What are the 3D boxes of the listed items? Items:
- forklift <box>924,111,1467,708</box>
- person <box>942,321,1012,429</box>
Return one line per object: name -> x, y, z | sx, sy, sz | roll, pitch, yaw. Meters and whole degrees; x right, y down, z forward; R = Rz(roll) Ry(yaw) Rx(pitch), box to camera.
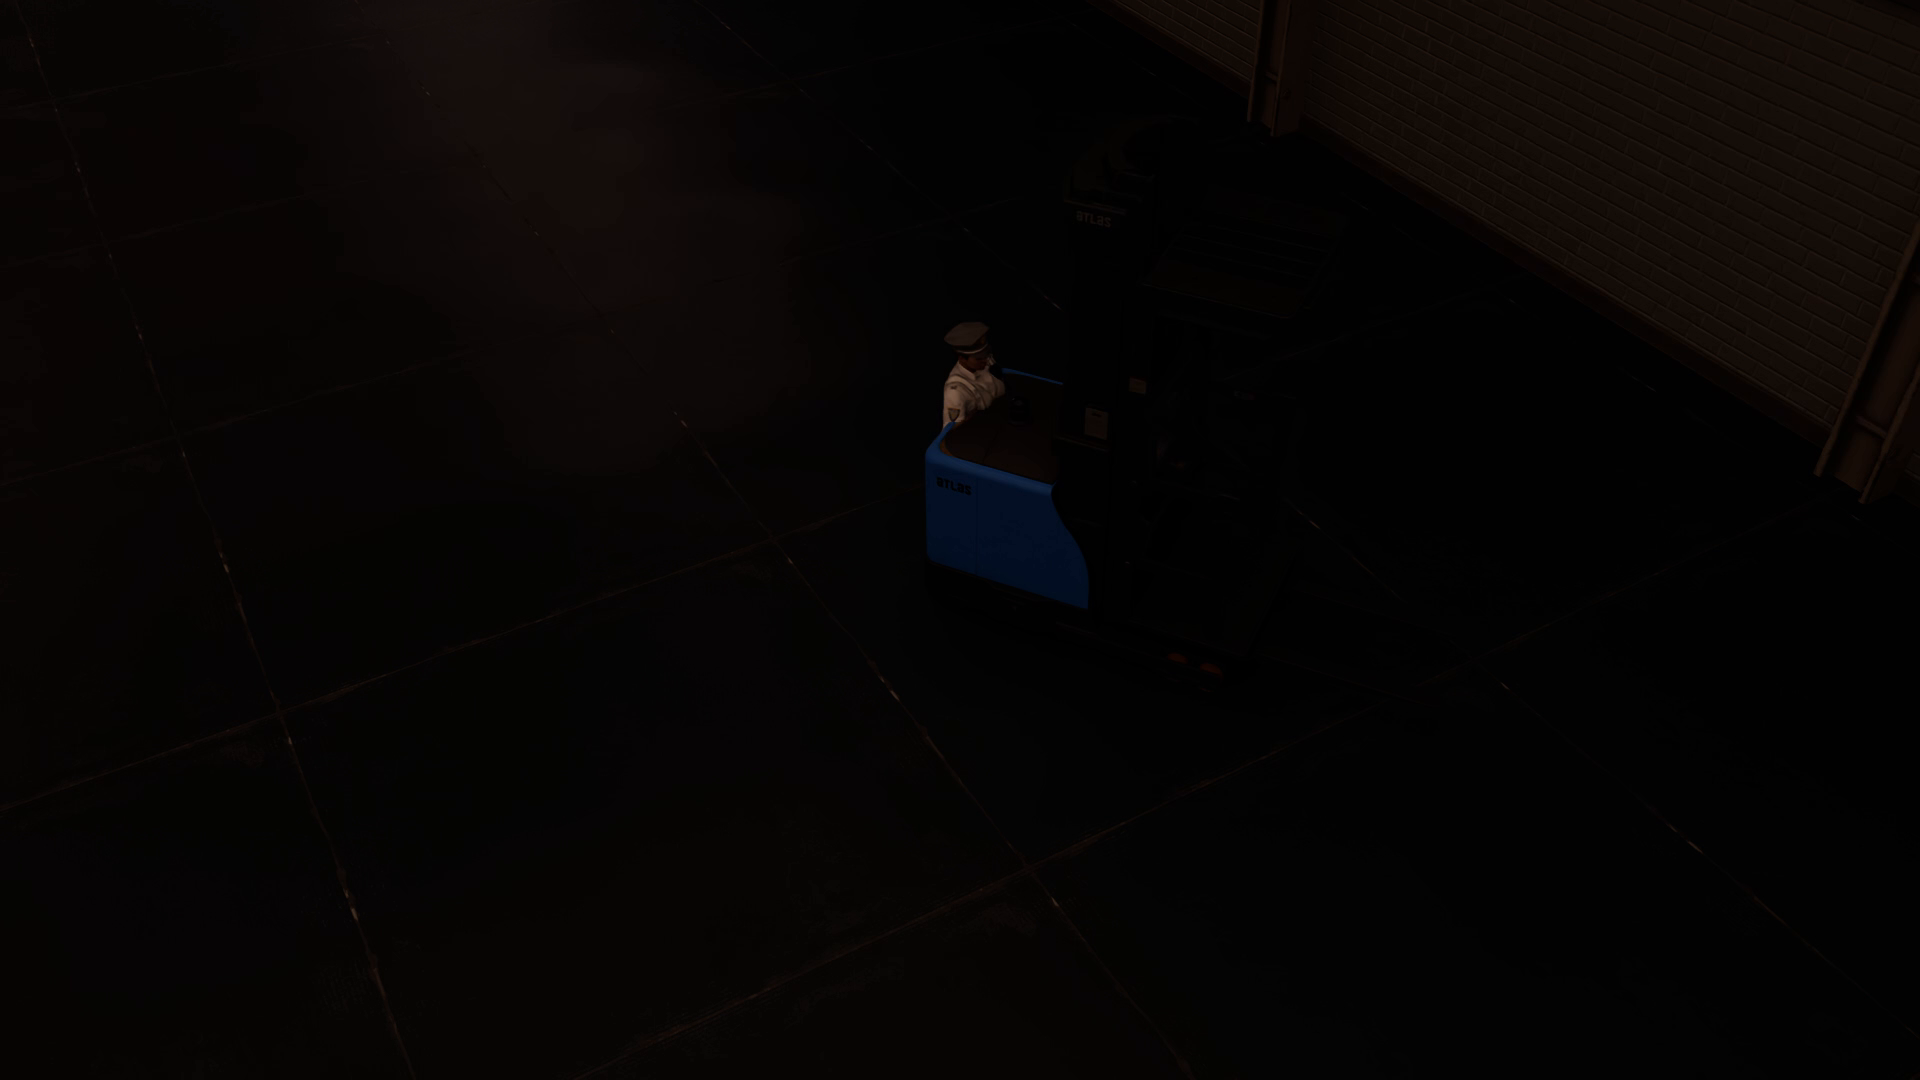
forklift -> 1.346, -0.666, 8.839 | 3.031, 2.935, 1.130 | 17, 43, 19
person -> 0.128, -0.558, 9.764 | 0.432, 1.582, 0.740 | 22, 45, 25
